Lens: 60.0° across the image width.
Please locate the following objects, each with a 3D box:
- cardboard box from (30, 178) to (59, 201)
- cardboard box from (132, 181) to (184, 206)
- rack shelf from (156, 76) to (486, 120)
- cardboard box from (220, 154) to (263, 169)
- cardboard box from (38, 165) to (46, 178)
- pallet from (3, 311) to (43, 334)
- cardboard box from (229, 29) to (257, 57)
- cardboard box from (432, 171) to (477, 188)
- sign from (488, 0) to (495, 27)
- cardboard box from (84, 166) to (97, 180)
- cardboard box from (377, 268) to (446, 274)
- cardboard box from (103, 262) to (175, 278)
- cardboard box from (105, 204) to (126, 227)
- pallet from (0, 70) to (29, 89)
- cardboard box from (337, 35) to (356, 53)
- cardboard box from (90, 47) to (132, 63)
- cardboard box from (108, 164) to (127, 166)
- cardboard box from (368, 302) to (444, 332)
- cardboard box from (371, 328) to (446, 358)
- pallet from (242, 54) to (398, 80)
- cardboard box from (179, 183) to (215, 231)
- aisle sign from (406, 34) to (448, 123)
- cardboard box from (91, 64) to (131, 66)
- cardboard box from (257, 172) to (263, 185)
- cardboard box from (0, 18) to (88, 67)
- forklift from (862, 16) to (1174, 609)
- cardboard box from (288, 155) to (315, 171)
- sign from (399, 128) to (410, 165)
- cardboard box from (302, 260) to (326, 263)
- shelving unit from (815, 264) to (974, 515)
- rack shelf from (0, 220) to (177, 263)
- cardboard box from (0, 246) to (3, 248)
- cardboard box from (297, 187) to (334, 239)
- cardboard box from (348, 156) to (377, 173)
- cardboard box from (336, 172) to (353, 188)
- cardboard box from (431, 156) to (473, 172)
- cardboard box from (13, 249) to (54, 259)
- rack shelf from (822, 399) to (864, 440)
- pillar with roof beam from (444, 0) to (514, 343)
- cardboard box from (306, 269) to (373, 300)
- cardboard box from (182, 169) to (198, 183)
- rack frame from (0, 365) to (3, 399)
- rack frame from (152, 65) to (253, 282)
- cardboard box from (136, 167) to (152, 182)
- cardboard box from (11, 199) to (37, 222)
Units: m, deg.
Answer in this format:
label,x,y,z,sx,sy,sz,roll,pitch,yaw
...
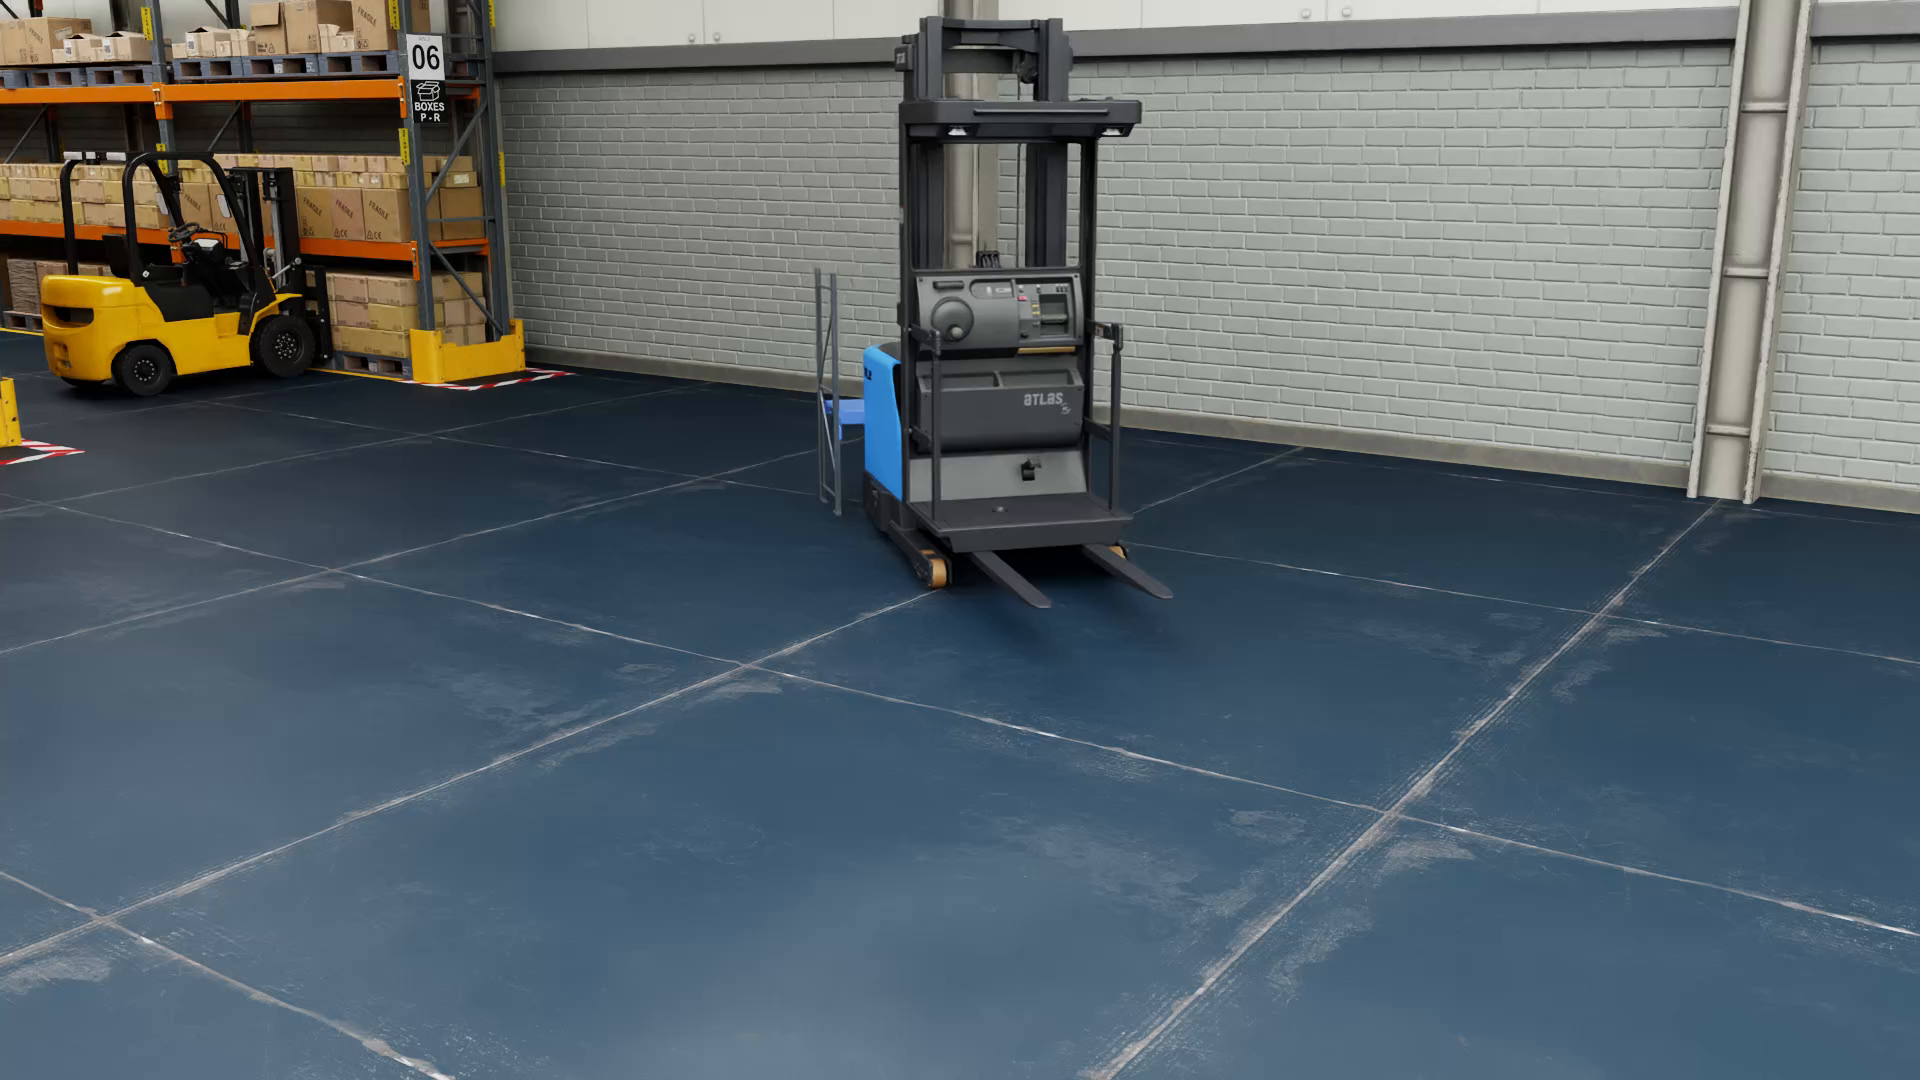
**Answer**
label,x,y,z,sx,sy,sz,roll,pitch,yaw
cardboard box,-10.405,-4.075,19.313,0.500,0.250,0.500,9,16,31
cardboard box,-8.707,-3.803,18.214,0.500,0.250,0.500,9,16,32
rack shelf,-6.497,-4.457,16.839,4.000,0.370,1.077,9,17,33
cardboard box,-7.417,-3.919,17.237,0.250,0.149,0.380,10,17,34
cardboard box,-10.477,-4.291,19.357,0.250,0.149,0.380,9,17,33
pallet,-10.814,-2.683,20.221,1.213,0.211,1.003,9,17,33
cardboard box,-7.094,-5.002,16.741,0.258,0.266,0.396,9,16,31
cardboard box,-4.974,-3.542,16.332,0.250,0.149,0.380,9,16,31
sign,-4.523,-5.110,15.998,0.005,0.325,0.100,9,17,33
cardboard box,-9.641,-4.148,18.781,0.250,0.149,0.380,9,17,33
cardboard box,-5.547,-2.604,16.869,0.500,0.250,0.500,9,17,33
cardboard box,-9.235,-2.842,19.131,0.625,0.625,0.875,9,17,32
cardboard box,-9.141,-3.627,18.544,0.500,0.250,0.500,9,17,32
pallet,-10.863,-5.446,19.730,1.003,0.211,1.213,10,17,35
cardboard box,-5.694,-4.719,15.841,0.250,0.149,0.380,9,16,31
cardboard box,-9.239,-5.291,18.154,0.250,0.149,0.380,9,17,33
cardboard box,-9.808,-4.312,19.444,0.250,0.149,0.380,10,17,34
cardboard box,-5.416,-2.196,16.261,0.500,0.250,0.500,9,16,32
cardboard box,-5.404,-1.951,16.309,0.500,0.250,0.500,9,17,33
pallet,-6.426,-4.758,16.743,1.213,0.211,1.003,9,17,33
cardboard box,-7.934,-3.555,17.733,0.500,0.500,0.500,9,16,31
aisle sign,-4.947,-4.276,15.444,0.004,0.787,0.394,9,17,33
cardboard box,-9.666,-5.479,18.876,0.250,0.166,0.380,9,17,33
cardboard box,-6.993,-3.709,17.005,0.250,0.149,0.380,9,16,31
cardboard box,-10.536,-5.718,19.147,0.500,0.500,0.700,9,16,32
forklift,0.279,-1.267,8.842,1.130,2.935,3.031,-4,14,-15
cardboard box,-6.528,-3.800,16.754,0.250,0.149,0.380,9,17,34
sign,-5.152,-3.652,15.432,0.005,0.325,0.100,9,17,33
cardboard box,-7.211,-2.880,17.983,0.500,0.250,0.500,9,16,32
shelving unit,-0.348,-0.979,10.640,1.048,1.500,0.538,-4,14,-16
rack shelf,-9.816,-3.537,19.366,4.000,0.370,1.077,9,17,33
cardboard box,-12.608,-3.730,21.629,0.250,0.149,0.380,9,16,32
cardboard box,-6.243,-3.284,16.638,0.500,0.500,0.500,9,16,32
cardboard box,-5.707,-3.652,16.156,0.250,0.149,0.380,10,17,34
cardboard box,-5.891,-3.546,16.349,0.250,0.149,0.380,9,17,32
cardboard box,-4.997,-3.677,16.257,0.250,0.149,0.380,9,16,32
cardboard box,-11.734,-3.592,21.069,0.250,0.149,0.380,10,17,36
rack shelf,-0.347,-0.804,10.680,1.000,0.185,0.538,-4,14,-16
pillar with roof beam,-7.315,-5.408,12.944,0.400,9.000,9.100,9,17,33
cardboard box,-6.245,-2.569,16.724,0.500,0.250,0.500,9,17,34
cardboard box,-8.039,-3.886,17.722,0.250,0.149,0.380,9,16,32
rack frame,-7.605,-2.091,12.029,0.127,3.000,1.000,9,17,33
rack frame,-8.157,-3.618,18.196,0.127,3.000,1.000,9,17,33
cardboard box,-8.788,-4.014,18.237,0.250,0.149,0.380,9,16,32
cardboard box,-10.829,-3.905,19.667,0.500,0.250,0.500,9,16,32
